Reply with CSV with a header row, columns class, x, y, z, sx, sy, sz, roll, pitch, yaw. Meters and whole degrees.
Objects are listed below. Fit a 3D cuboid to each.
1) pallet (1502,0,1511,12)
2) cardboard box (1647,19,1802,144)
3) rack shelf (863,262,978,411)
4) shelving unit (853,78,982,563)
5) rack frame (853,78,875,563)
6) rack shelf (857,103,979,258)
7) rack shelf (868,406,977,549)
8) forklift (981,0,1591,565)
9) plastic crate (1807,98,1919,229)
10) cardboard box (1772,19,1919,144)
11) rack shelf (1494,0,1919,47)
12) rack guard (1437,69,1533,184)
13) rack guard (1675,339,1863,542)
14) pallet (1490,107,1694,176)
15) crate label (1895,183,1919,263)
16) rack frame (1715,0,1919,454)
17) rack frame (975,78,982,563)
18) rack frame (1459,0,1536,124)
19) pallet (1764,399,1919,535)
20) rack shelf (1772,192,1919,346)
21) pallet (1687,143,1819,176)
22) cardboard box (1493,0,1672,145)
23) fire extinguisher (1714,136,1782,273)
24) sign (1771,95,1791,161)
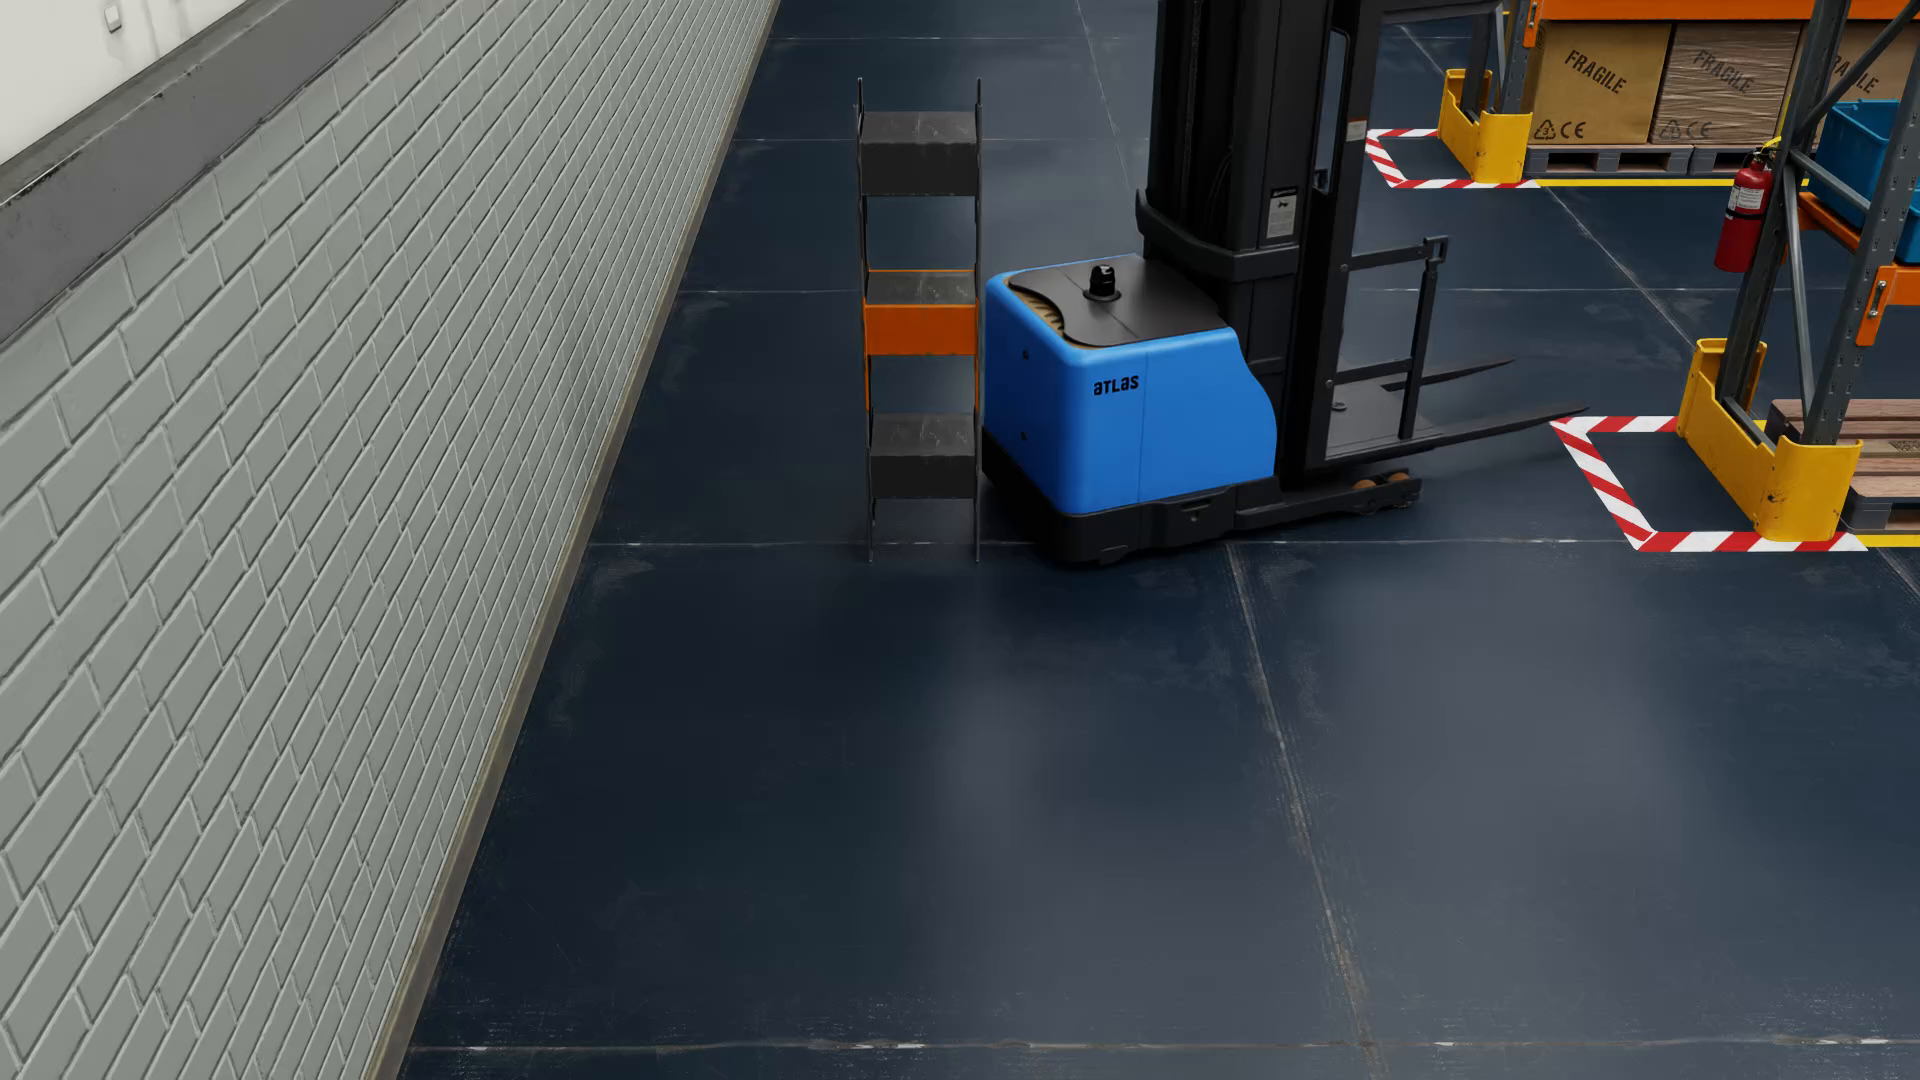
class,x,y,z,sx,sy,sz,roll,pitch,yaw
pallet,4.865,-5.519,16.643,1.213,0.211,1.003,0,31,0
cardboard box,5.455,-3.471,12.223,0.875,0.875,0.875,0,31,0
rack shelf,-0.166,-0.886,7.212,0.480,0.518,0.431,0,31,0
shelving unit,-0.166,-0.897,7.205,0.503,2.100,0.431,0,31,0
rack frame,-0.410,-0.896,7.203,0.015,2.100,0.400,0,31,0
rack shelf,-0.166,-1.484,6.848,0.480,0.518,0.431,0,31,0
rack shelf,-0.166,-0.287,7.575,0.480,0.518,0.431,0,31,0
forklift,1.673,-1.614,7.585,3.031,2.935,1.130,-12,33,-18
plastic crate,4.269,-1.723,7.606,0.499,0.435,0.616,0,31,0
cardboard box,6.345,-3.474,12.227,0.875,0.875,0.875,0,31,0
rack shelf,5.905,-3.852,11.901,4.000,0.370,1.077,0,31,0
rack guard,3.882,-3.085,12.352,0.348,0.500,1.175,0,31,0
rack guard,3.911,-0.509,8.107,0.348,0.500,1.175,0,31,0
pallet,4.705,-3.004,12.498,1.213,0.211,1.003,0,31,0
crate label,4.184,-1.369,7.217,0.303,0.233,0.416,0,31,0
rack frame,3.935,-1.584,7.470,0.127,3.000,1.000,0,31,0
rack frame,0.078,-0.898,7.206,0.015,2.100,0.400,0,31,0
rack frame,3.906,-4.154,11.704,0.127,3.000,1.000,0,31,0
pallet,4.760,-0.375,8.164,1.213,0.211,1.003,0,31,0
rack shelf,5.935,-1.283,7.667,4.000,0.370,1.077,0,31,0
pallet,5.922,-3.007,12.502,1.213,0.211,1.003,0,31,0
cardboard box,4.545,-3.468,12.218,0.875,0.875,0.875,0,31,0
fire extinguisher,3.782,-1.627,7.974,0.183,0.674,0.296,0,31,0
sign,3.916,-1.939,7.898,0.005,0.325,0.100,0,31,0
